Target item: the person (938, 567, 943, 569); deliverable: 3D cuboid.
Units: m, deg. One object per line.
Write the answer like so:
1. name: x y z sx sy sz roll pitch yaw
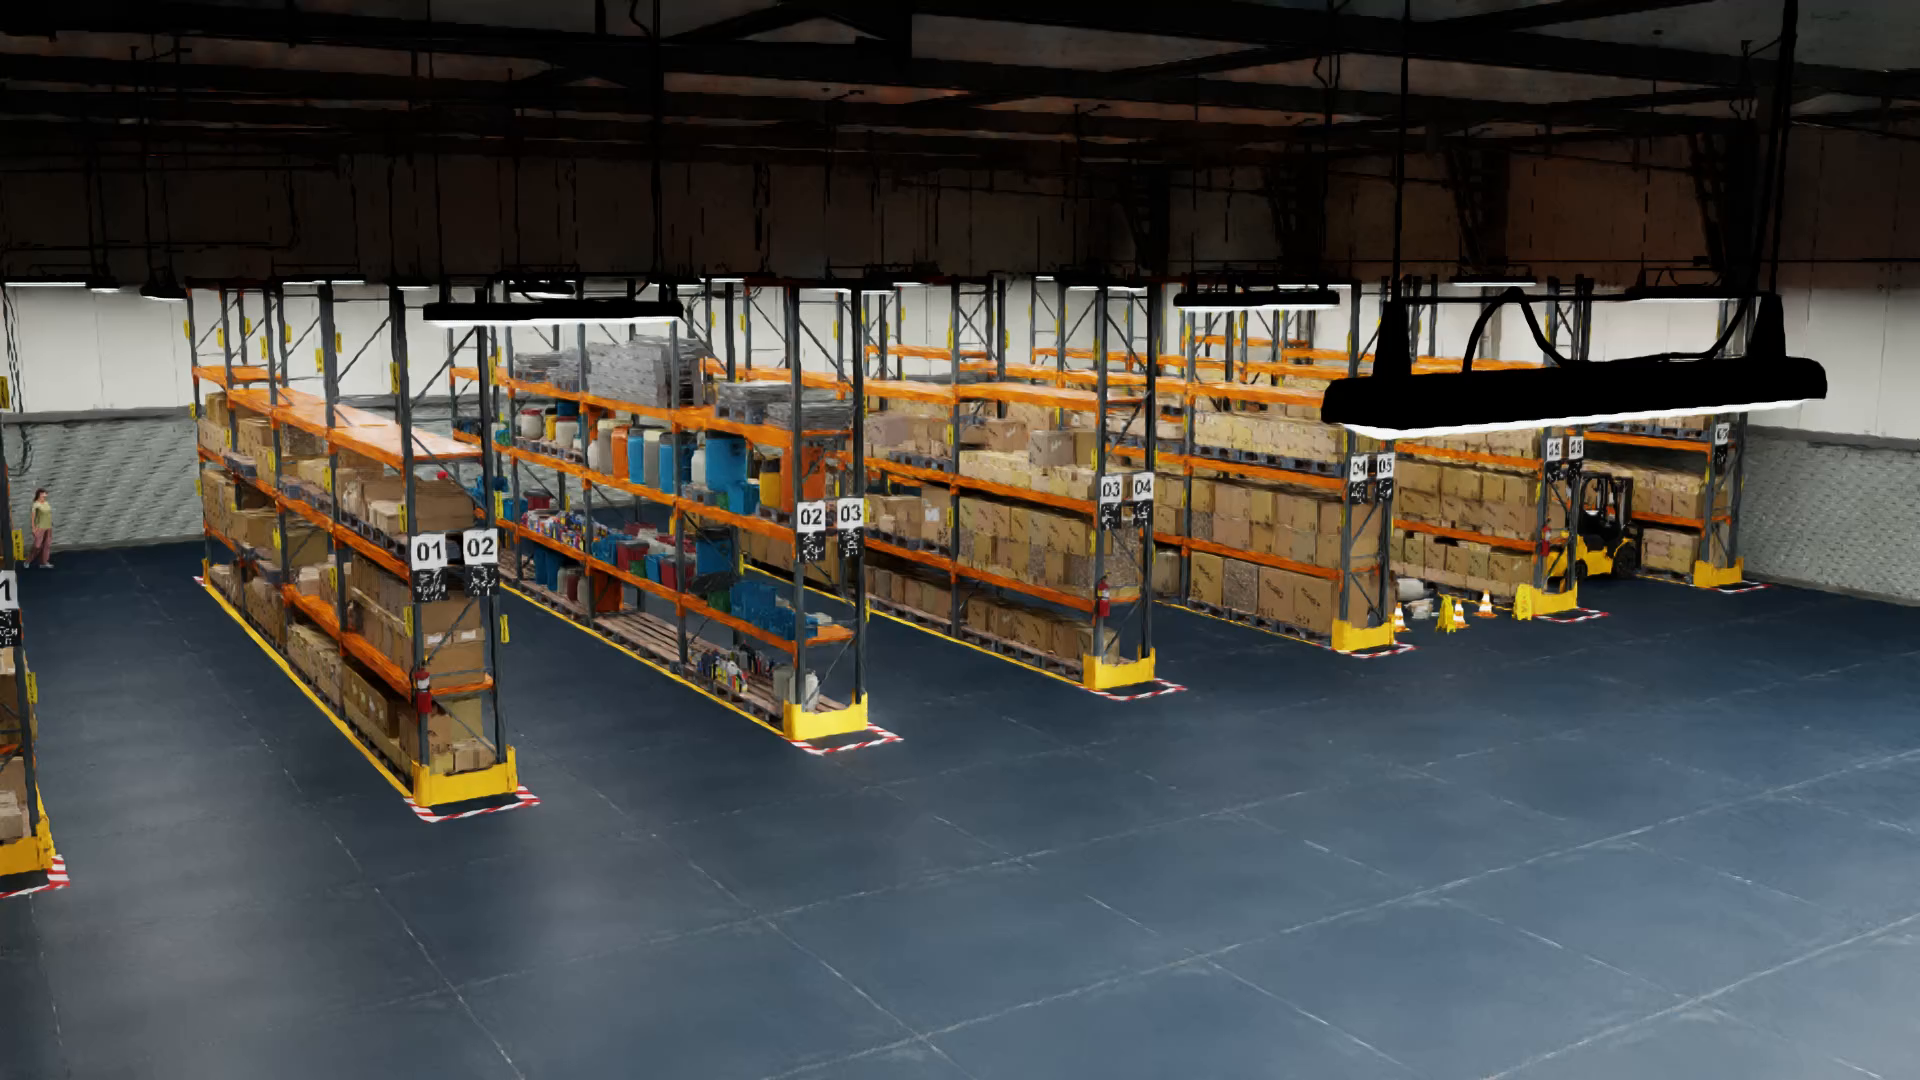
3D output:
1. person: -0.337 -0.222 34.292 0.517 1.675 0.414 5 11 29

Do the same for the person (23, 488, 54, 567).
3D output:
1. person: -19.107 -0.232 34.409 0.475 1.647 0.626 3 10 17

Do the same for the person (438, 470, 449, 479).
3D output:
1. person: -11.263 -0.643 36.399 0.529 1.780 0.715 1 10 4
